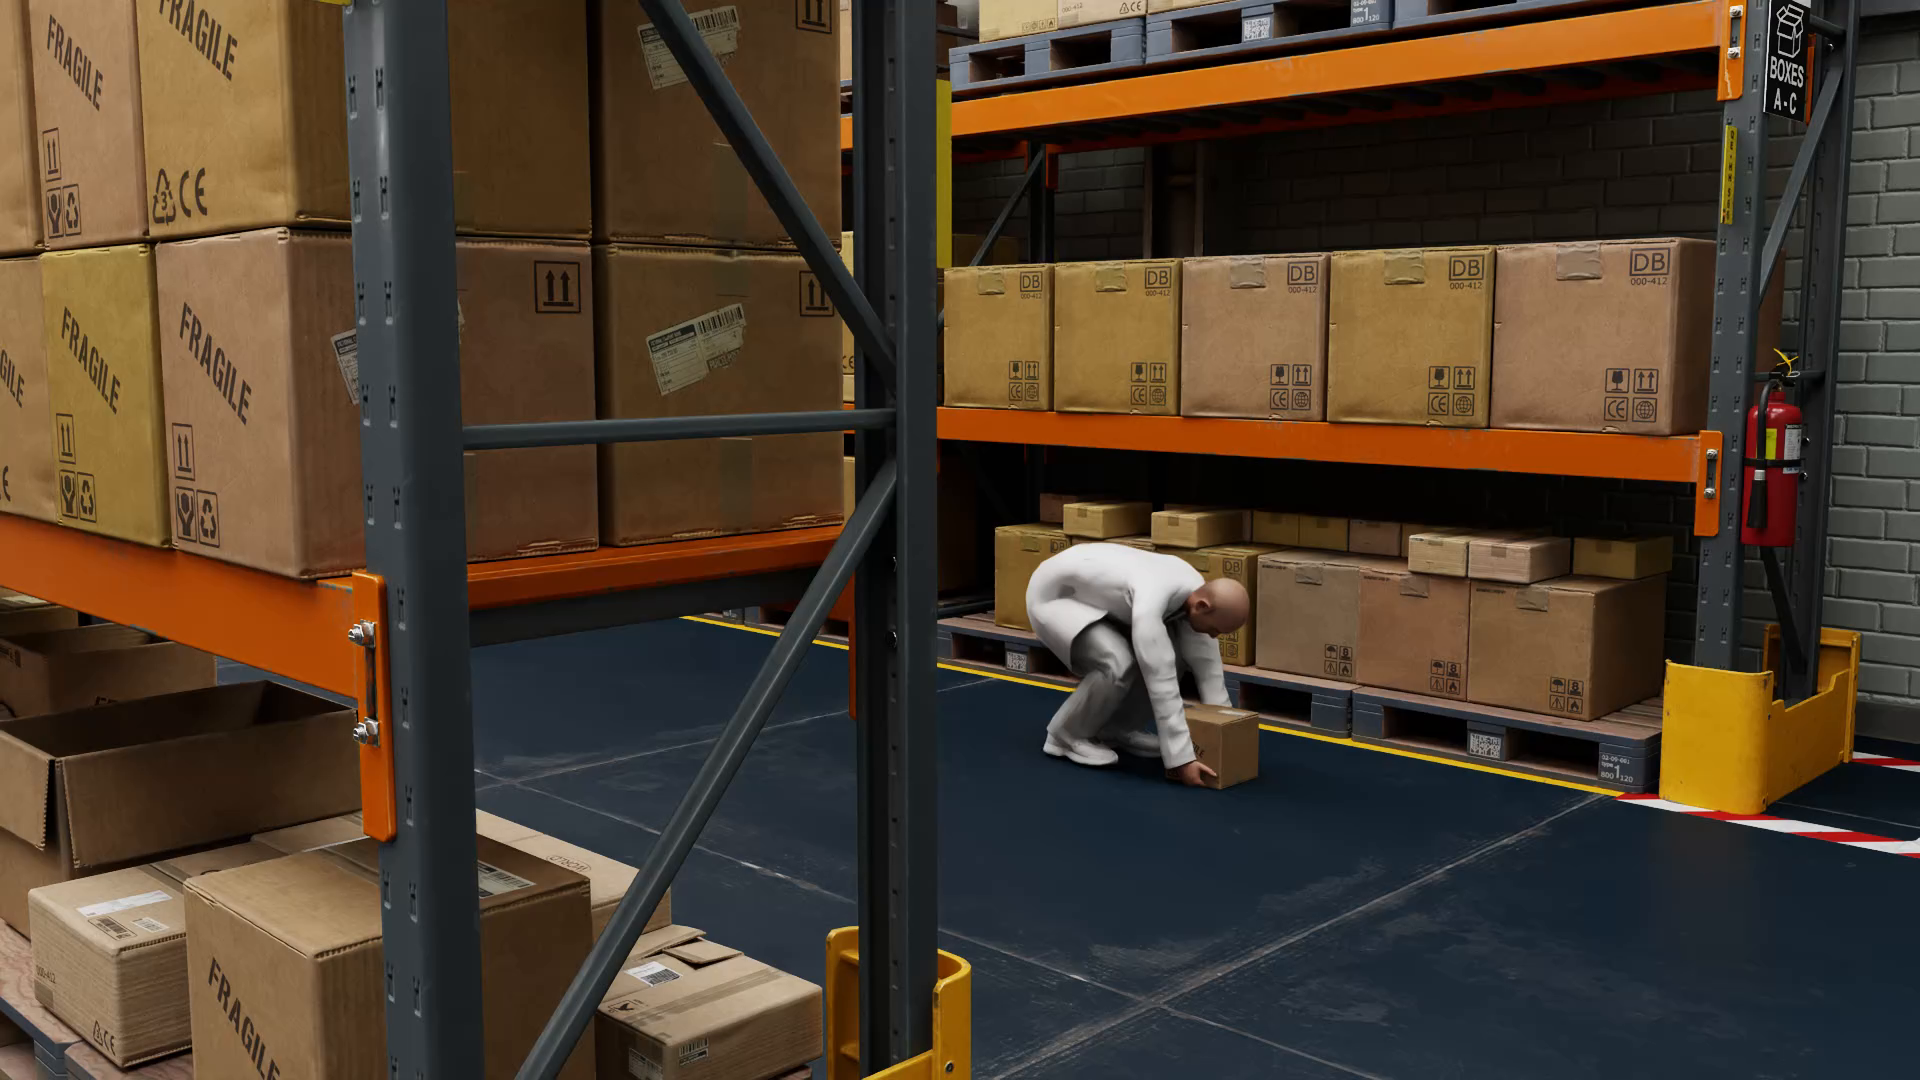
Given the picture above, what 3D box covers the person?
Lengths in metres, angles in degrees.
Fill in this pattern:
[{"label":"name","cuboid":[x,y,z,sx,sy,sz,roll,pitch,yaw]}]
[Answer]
[{"label":"person","cuboid":[0.684,0.456,6.461,0.955,0.874,0.581,6,9,40]}]
